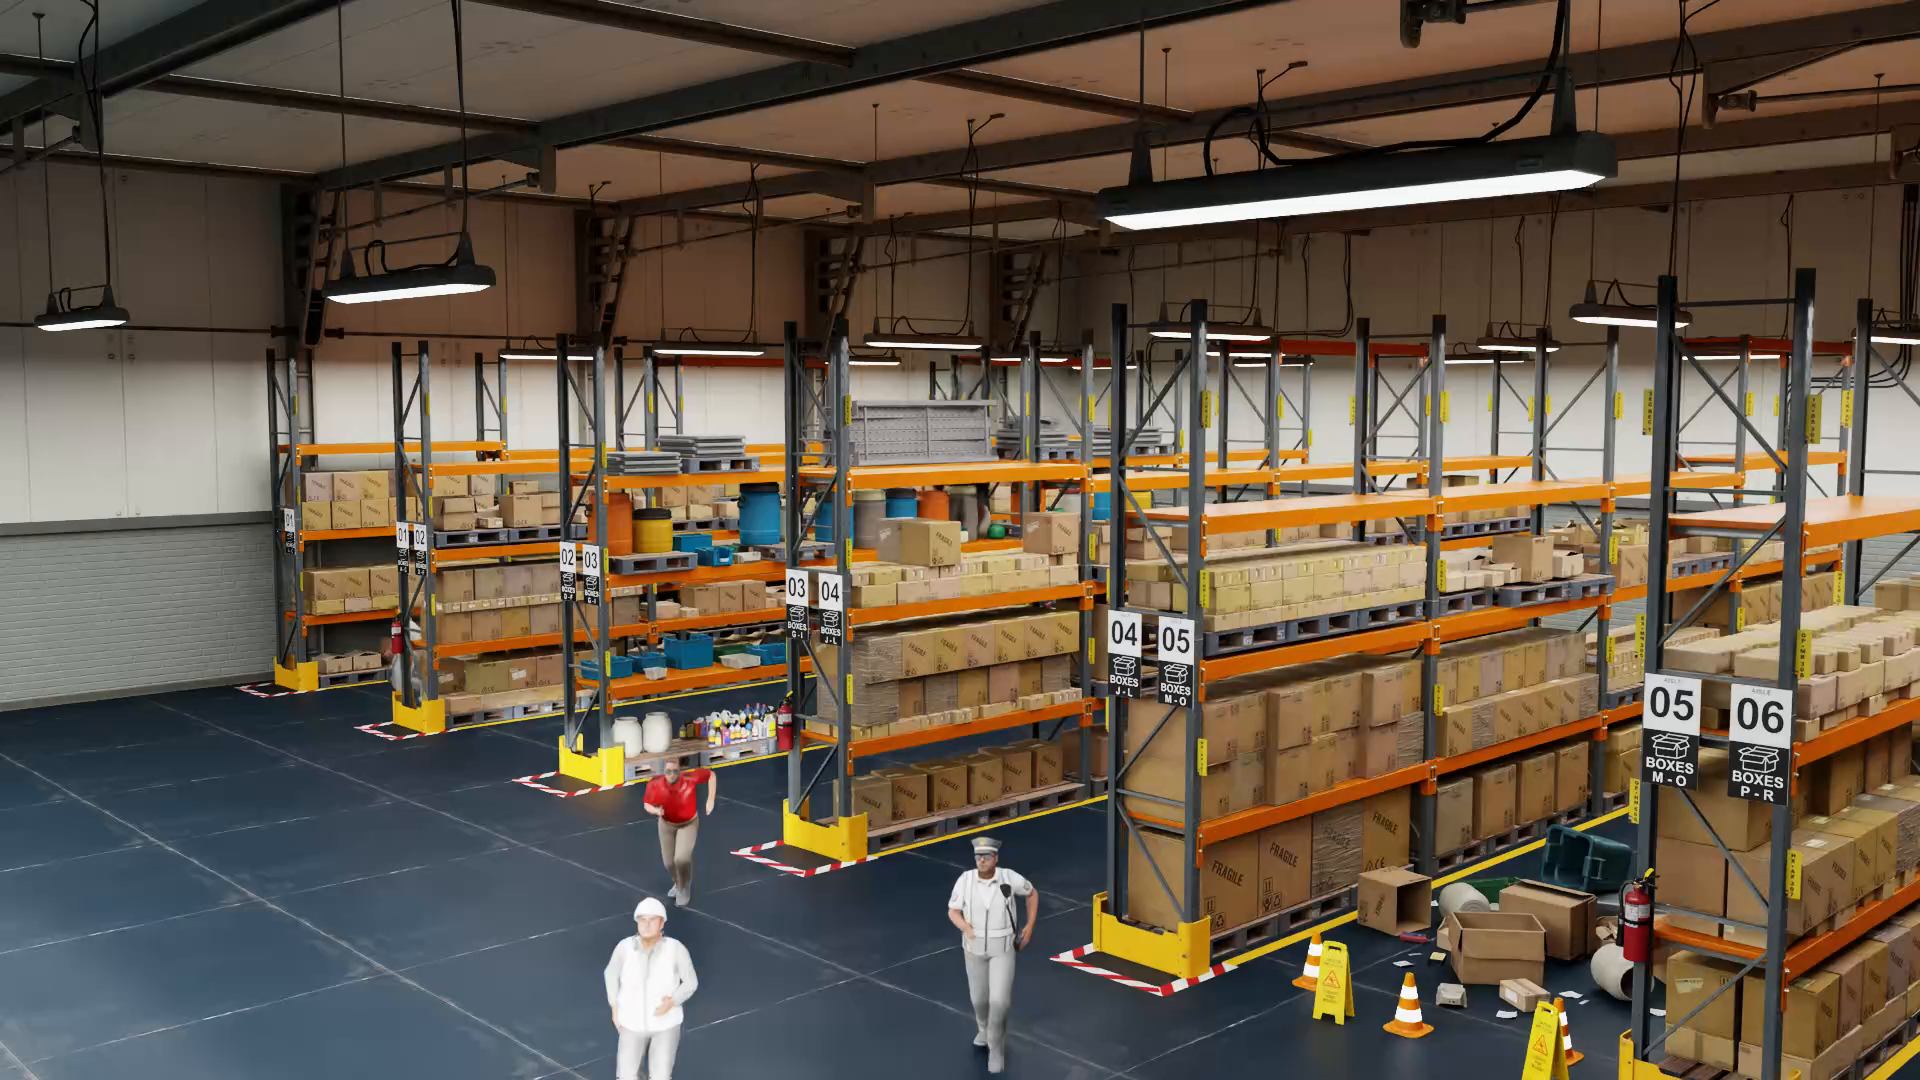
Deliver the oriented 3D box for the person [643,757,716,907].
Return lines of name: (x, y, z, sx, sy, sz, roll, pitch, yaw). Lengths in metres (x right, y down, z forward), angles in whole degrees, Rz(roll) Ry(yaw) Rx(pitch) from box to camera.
person: (-2.819, 2.930, 16.790, 0.699, 1.617, 0.986, 0, 5, -1)

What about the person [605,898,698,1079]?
person: (-2.139, 3.317, 11.441, 0.661, 1.708, 0.576, 0, 5, -1)

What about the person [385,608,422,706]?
person: (-9.113, 1.933, 27.475, 0.665, 1.727, 0.722, -4, 7, -42)

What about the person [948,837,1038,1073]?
person: (0.238, 3.195, 12.913, 0.670, 1.820, 0.753, 1, 5, 11)
